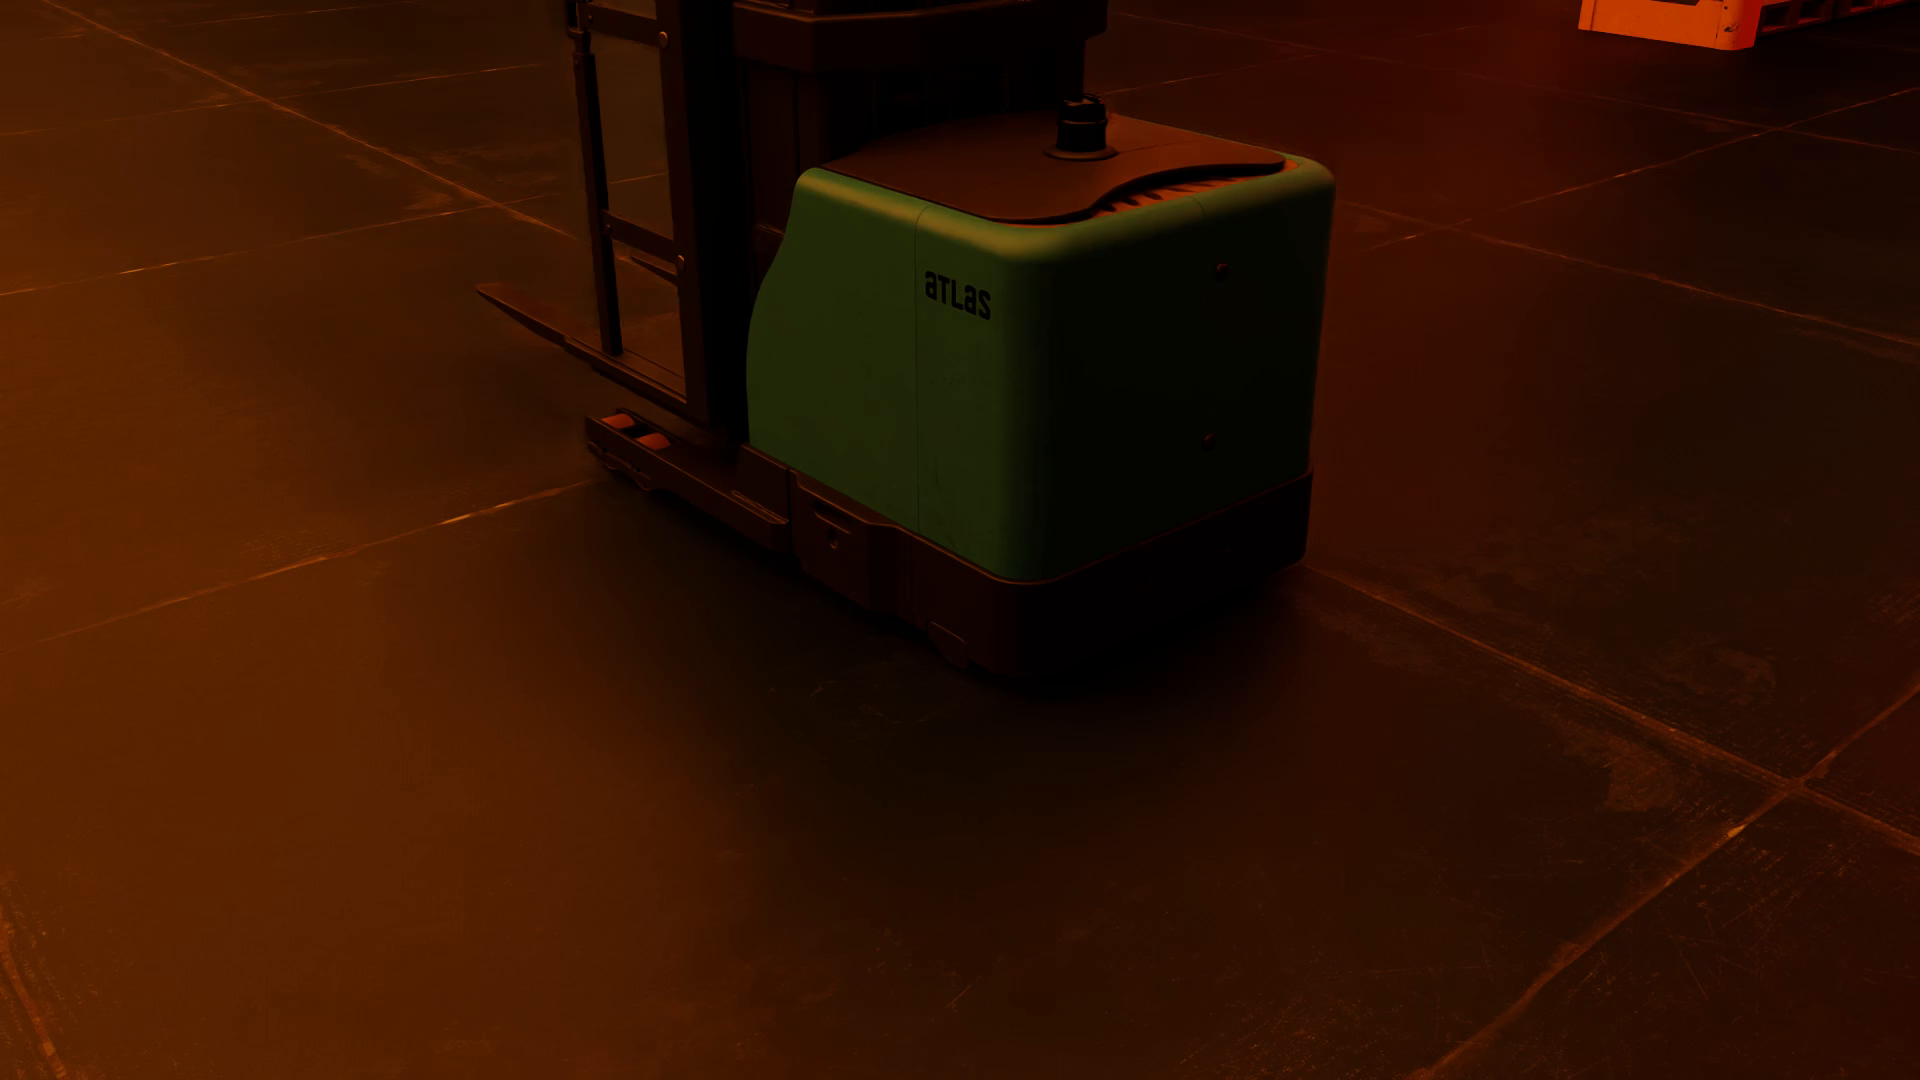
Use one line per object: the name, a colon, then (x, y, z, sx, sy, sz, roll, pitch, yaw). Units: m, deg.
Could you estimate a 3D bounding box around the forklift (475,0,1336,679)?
forklift: (-0.449, -1.581, 4.390, 1.130, 2.935, 3.031, -21, 33, -36)
